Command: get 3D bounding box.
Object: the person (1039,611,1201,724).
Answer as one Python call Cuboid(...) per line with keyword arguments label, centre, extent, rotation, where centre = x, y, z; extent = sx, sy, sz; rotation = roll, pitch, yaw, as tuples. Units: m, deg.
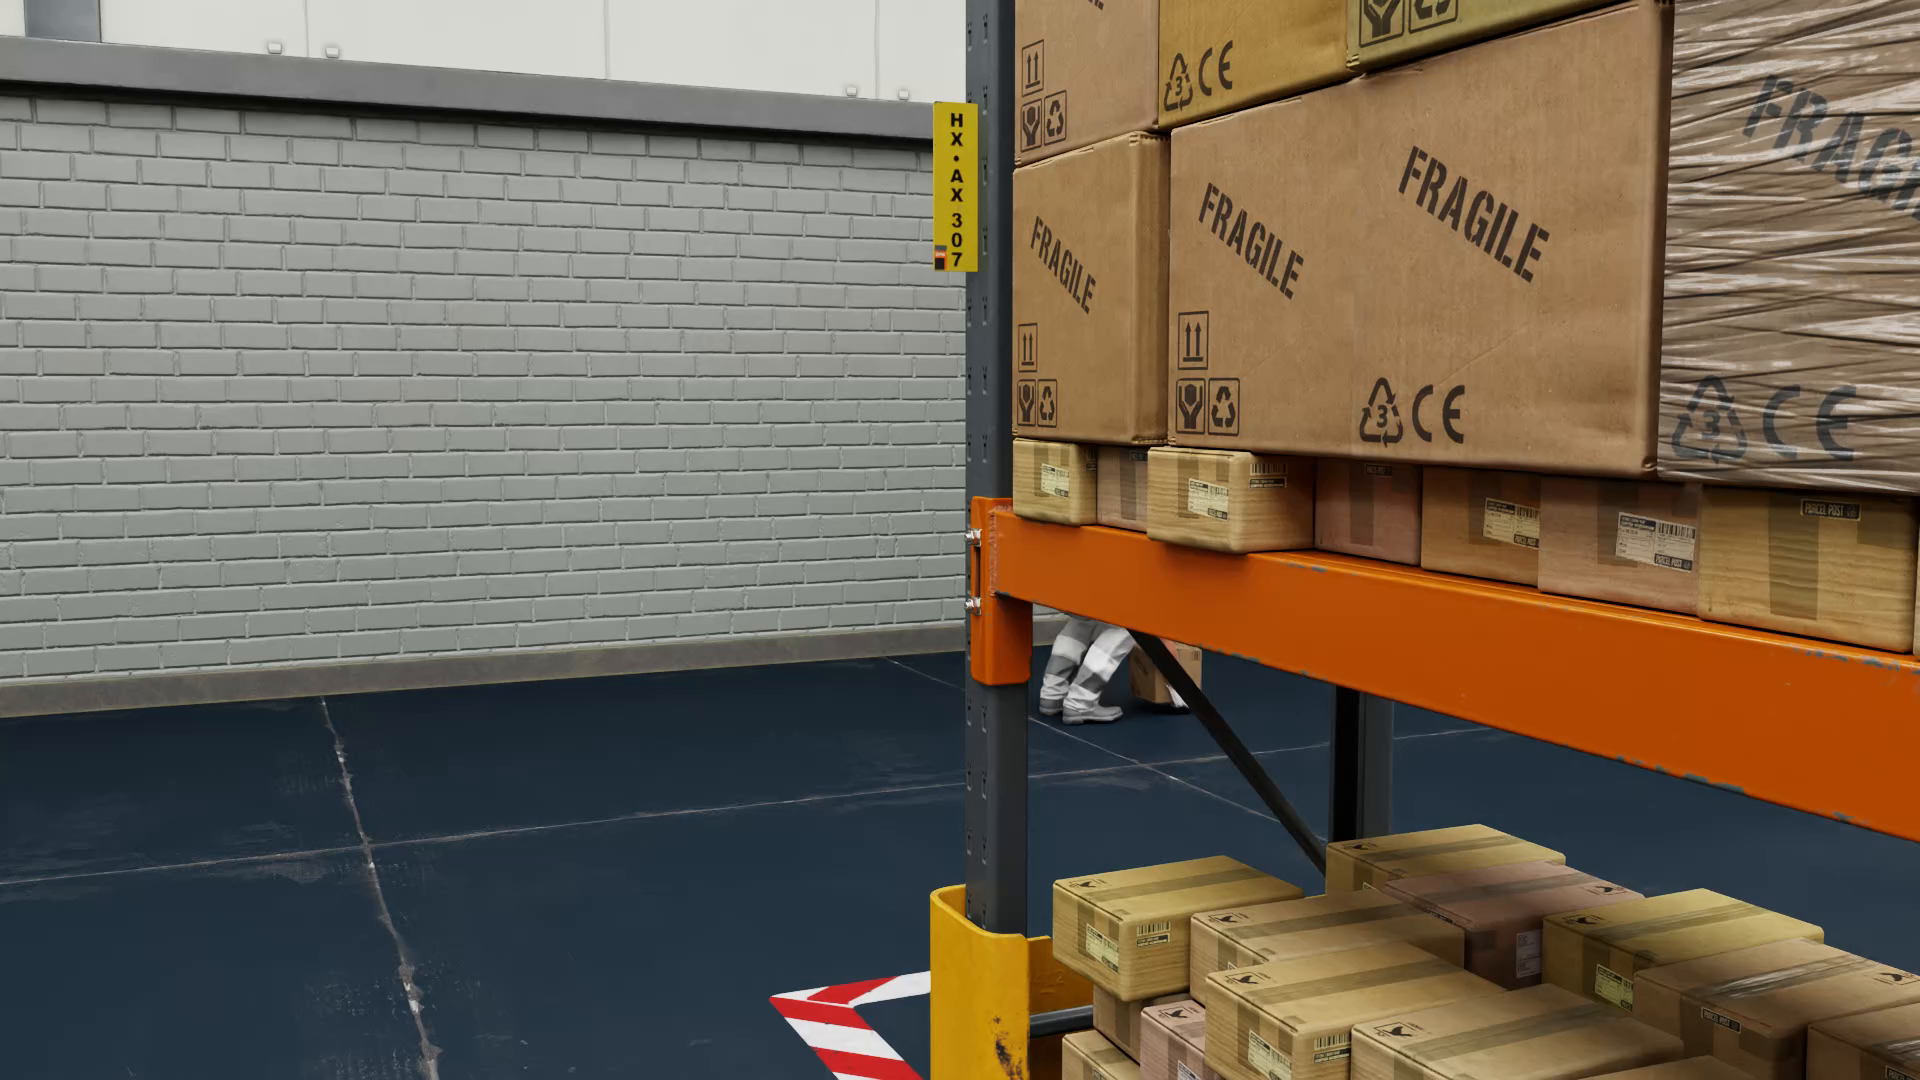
Cuboid(label="person", centre=(0.708, 0.338, 7.825), extent=(0.948, 0.970, 0.532), rotation=(-3, 6, -26))
